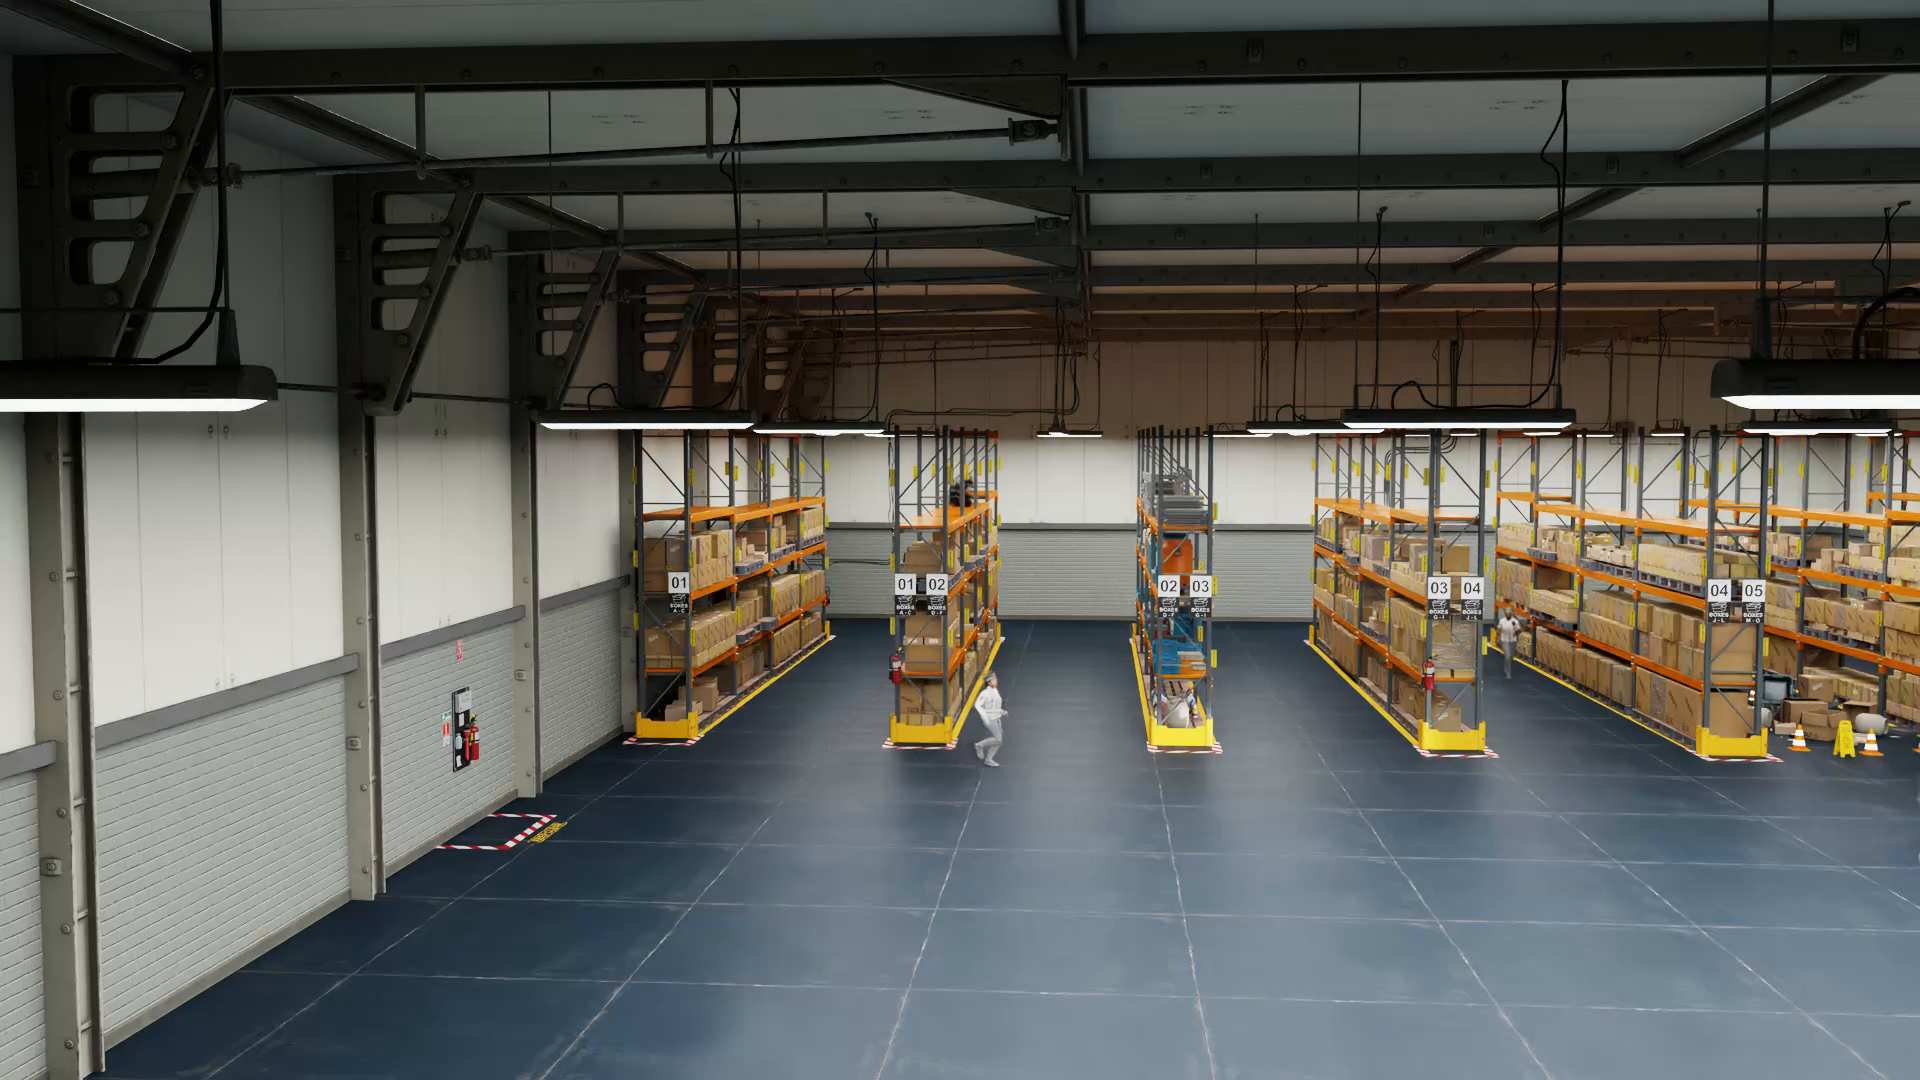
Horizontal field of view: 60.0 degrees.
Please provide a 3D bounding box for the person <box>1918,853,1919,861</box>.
[{"bbox_3d":[13.265,3.508,22.257,0.715,1.713,0.619,2,4,28],"label":"person"}]

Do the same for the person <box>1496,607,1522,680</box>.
[{"bbox_3d":[13.264,2.471,40.158,0.571,1.710,0.843,1,3,10],"label":"person"}]

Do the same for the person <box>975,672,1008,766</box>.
[{"bbox_3d":[0.568,3.146,29.233,0.550,1.658,0.585,2,4,30],"label":"person"}]
